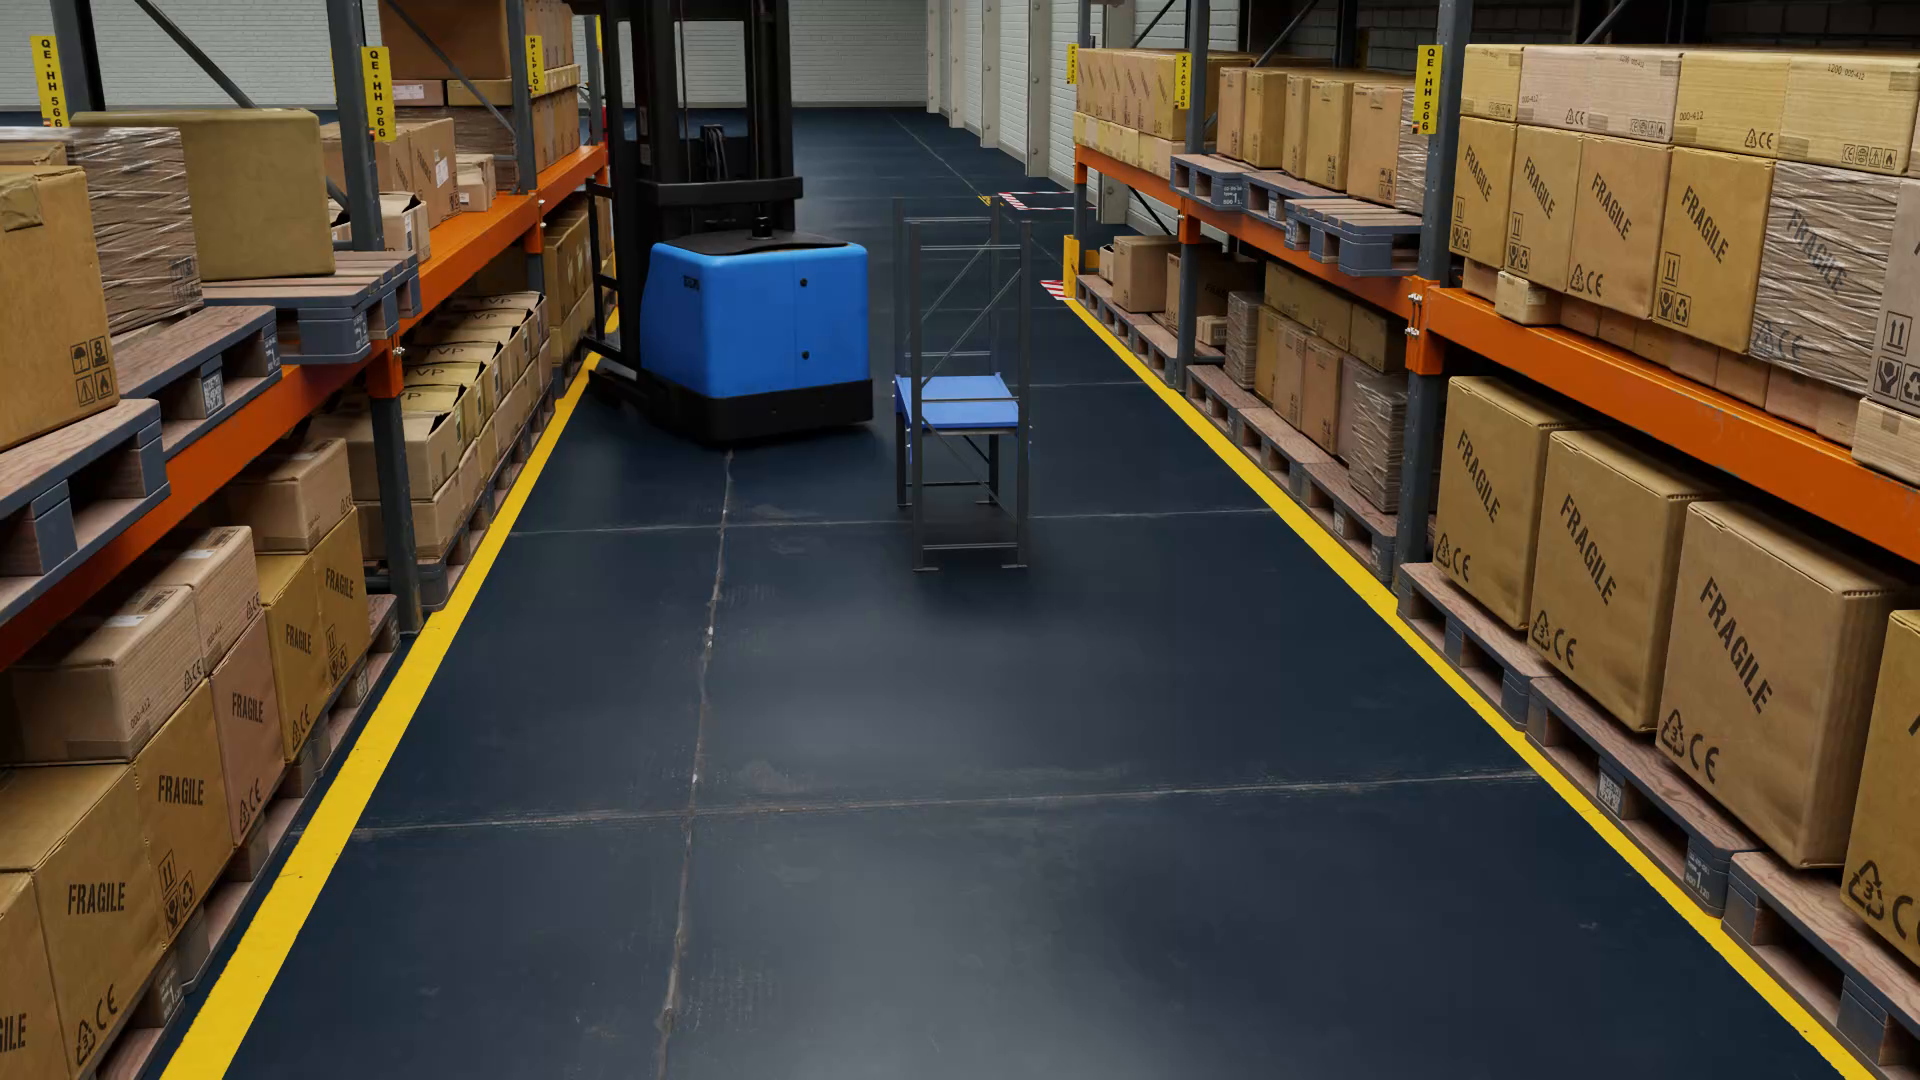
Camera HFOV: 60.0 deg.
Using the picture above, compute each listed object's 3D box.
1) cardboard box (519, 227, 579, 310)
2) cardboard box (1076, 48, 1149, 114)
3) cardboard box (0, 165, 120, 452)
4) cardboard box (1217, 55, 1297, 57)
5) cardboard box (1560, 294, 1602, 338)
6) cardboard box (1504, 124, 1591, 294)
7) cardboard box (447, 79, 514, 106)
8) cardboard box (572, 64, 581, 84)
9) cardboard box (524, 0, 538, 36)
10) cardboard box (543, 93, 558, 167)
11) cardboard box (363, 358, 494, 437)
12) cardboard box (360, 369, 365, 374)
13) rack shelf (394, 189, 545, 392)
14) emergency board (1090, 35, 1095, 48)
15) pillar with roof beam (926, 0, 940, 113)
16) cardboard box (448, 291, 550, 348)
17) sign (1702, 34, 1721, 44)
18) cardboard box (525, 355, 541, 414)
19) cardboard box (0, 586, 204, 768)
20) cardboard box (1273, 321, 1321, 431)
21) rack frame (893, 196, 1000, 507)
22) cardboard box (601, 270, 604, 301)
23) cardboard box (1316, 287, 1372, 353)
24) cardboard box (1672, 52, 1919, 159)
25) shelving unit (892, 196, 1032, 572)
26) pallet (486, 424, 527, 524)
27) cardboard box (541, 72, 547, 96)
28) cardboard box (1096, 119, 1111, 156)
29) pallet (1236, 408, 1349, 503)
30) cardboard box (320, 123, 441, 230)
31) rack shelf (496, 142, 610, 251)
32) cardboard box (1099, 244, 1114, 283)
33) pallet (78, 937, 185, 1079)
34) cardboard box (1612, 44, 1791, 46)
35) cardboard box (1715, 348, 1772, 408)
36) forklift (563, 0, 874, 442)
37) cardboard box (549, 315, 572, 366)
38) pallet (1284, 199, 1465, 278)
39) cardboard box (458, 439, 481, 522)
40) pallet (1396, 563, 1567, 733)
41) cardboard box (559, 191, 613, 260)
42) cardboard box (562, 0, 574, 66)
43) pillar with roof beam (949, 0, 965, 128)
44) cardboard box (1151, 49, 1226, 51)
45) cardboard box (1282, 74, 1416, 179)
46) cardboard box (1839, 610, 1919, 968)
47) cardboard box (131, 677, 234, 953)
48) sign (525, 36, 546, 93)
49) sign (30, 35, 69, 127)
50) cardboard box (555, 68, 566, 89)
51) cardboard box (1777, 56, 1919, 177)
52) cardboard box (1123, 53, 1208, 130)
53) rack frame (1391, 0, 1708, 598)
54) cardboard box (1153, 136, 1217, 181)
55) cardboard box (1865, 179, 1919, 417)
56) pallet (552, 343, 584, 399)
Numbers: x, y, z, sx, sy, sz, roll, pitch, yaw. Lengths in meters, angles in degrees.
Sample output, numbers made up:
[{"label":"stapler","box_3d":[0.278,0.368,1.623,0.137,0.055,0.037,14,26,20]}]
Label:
[{"label":"cardboard box","box_3d":[-2.823,-1.791,11.010,0.500,0.500,0.500,-2,18,-6]},{"label":"cardboard box","box_3d":[1.238,-3.738,13.541,0.500,0.500,0.500,-2,18,-6]},{"label":"cardboard box","box_3d":[-2.162,-0.463,3.277,0.700,0.500,0.500,1,17,3]},{"label":"cardboard box","box_3d":[2.010,-2.998,11.185,0.500,0.500,0.500,-2,18,-6]},{"label":"cardboard box","box_3d":[2.225,-0.766,5.497,0.380,0.149,0.250,-2,18,-6]},{"label":"cardboard box","box_3d":[2.153,-1.100,5.478,0.500,0.500,0.500,-1,17,-4]},{"label":"cardboard box","box_3d":[-2.862,-2.691,9.991,0.380,0.149,0.250,-2,18,-6]},{"label":"cardboard box","box_3d":[-3.211,-3.689,13.169,0.380,0.149,0.250,-2,18,-7]},{"label":"cardboard box","box_3d":[-3.183,-3.346,10.995,0.700,0.500,0.500,-2,18,-6]},{"label":"cardboard box","box_3d":[-3.242,-2.887,11.697,0.700,0.500,0.500,-1,17,-4]},{"label":"cardboard box","box_3d":[-2.489,-0.686,7.806,0.500,0.311,0.500,-2,18,-7]},{"label":"cardboard box","box_3d":[-3.072,-0.815,8.219,0.500,0.311,0.500,-1,17,-4]},{"label":"rack shelf","box_3d":[-2.821,-1.309,8.039,1.077,0.370,4.000,-2,18,-6]},{"label":"emergency board","box_3d":[1.584,-5.937,21.580,0.194,1.169,0.643,-2,18,-6]},{"label":"pillar with roof beam","box_3d":[-4.956,-15.079,40.685,9.100,9.000,0.400,-2,18,-6]},{"label":"cardboard box","box_3d":[-2.700,-1.292,9.738,0.500,0.311,0.500,-2,18,-6]},{"label":"sign","box_3d":[2.864,-1.781,6.409,0.100,0.325,0.005,-2,18,-6]},{"label":"cardboard box","box_3d":[-2.645,-0.871,9.333,0.500,0.250,0.500,-2,18,-6]},{"label":"cardboard box","box_3d":[-2.113,0.311,3.865,0.500,0.250,0.500,-2,18,-6]},{"label":"cardboard box","box_3d":[2.108,-0.895,8.958,0.700,0.500,0.500,-2,17,-5]},{"label":"rack frame","box_3d":[-0.061,-0.892,8.016,0.500,1.500,0.032,-2,18,-6]},{"label":"cardboard box","box_3d":[-2.974,-1.880,12.547,0.500,0.250,0.500,-2,18,-6]},{"label":"cardboard box","box_3d":[2.132,-1.123,8.433,0.500,0.250,0.500,-2,18,-6]},{"label":"cardboard box","box_3d":[2.273,-1.163,4.425,0.500,0.250,0.500,-2,18,-7]},{"label":"shelving unit","box_3d":[-0.009,-0.741,7.533,0.538,1.500,1.048,-2,18,-6]},{"label":"pallet","box_3d":[-2.783,-0.335,8.391,1.003,0.211,1.213,-2,18,-6]},{"label":"cardboard box","box_3d":[-2.999,-3.075,11.214,0.380,0.149,0.250,-2,18,-7]},{"label":"cardboard box","box_3d":[1.336,-3.070,12.666,0.500,0.250,0.500,-2,18,-7]},{"label":"pallet","box_3d":[2.111,-0.475,8.839,1.003,0.211,1.213,-2,18,-6]},{"label":"cardboard box","box_3d":[-2.858,-1.760,8.109,0.500,0.500,0.500,-2,18,-6]},{"label":"rack shelf","box_3d":[-3.233,-2.500,11.835,1.077,0.370,4.000,-2,18,-6]},{"label":"cardboard box","box_3d":[1.469,-2.312,13.788,0.500,0.311,0.500,-4,18,-12]},{"label":"pallet","box_3d":[-2.323,1.225,3.423,1.003,0.211,1.213,-2,18,-6]},{"label":"cardboard box","box_3d":[2.617,-1.640,5.944,0.500,0.250,0.500,-1,17,-4]},{"label":"cardboard box","box_3d":[2.305,-0.460,4.519,0.380,0.149,0.250,-1,17,-4]},{"label":"forklift","box_3d":[-1.709,-2.334,10.218,1.130,2.935,3.031,-11,20,-30]},{"label":"cardboard box","box_3d":[-2.773,-1.284,10.648,0.500,0.250,0.500,-2,18,-6]},{"label":"pallet","box_3d":[2.133,-1.328,7.219,1.213,0.211,1.003,-2,18,-6]},{"label":"cardboard box","box_3d":[-2.429,-0.259,7.385,0.500,0.250,0.500,-2,18,-7]},{"label":"pallet","box_3d":[2.319,0.357,6.186,1.003,0.211,1.213,-2,18,-6]},{"label":"cardboard box","box_3d":[-3.088,-2.535,13.382,0.500,0.500,0.500,-2,18,-6]},{"label":"cardboard box","box_3d":[-3.399,-3.951,12.921,0.700,0.500,0.500,-2,18,-5]},{"label":"pillar with roof beam","box_3d":[-4.338,-13.292,34.991,9.100,9.000,0.400,-2,18,-6]},{"label":"cardboard box","box_3d":[1.789,-3.605,13.118,0.500,0.500,0.500,-2,17,-5]},{"label":"cardboard box","box_3d":[2.068,-2.145,8.600,0.700,0.500,0.500,1,17,2]},{"label":"cardboard box","box_3d":[2.529,0.617,3.591,0.750,0.750,0.750,-2,17,-5]},{"label":"cardboard box","box_3d":[-2.120,0.659,4.009,0.500,0.500,0.500,-2,17,-5]},{"label":"sign","box_3d":[-2.488,-2.782,9.730,0.100,0.325,0.005,-2,18,-6]},{"label":"sign","box_3d":[-3.166,-1.590,5.802,0.100,0.325,0.005,-2,18,-6]},{"label":"cardboard box","box_3d":[-3.105,-3.381,12.190,0.380,0.149,0.250,-1,17,-4]},{"label":"cardboard box","box_3d":[2.327,-1.011,3.942,0.500,0.250,0.500,-1,17,-5]},{"label":"cardboard box","box_3d":[1.445,-3.128,11.598,0.500,0.500,0.500,-2,18,-7]},{"label":"rack frame","box_3d":[2.312,-1.210,6.524,1.000,3.000,0.127,-2,18,-6]},{"label":"cardboard box","box_3d":[1.550,-2.472,10.759,0.500,0.250,0.500,-2,18,-6]},{"label":"cardboard box","box_3d":[2.364,-0.499,3.562,0.500,0.500,0.500,-2,18,-5]},{"label":"pallet","box_3d":[-3.067,-1.156,11.006,1.003,0.211,1.213,-2,18,-6]}]
